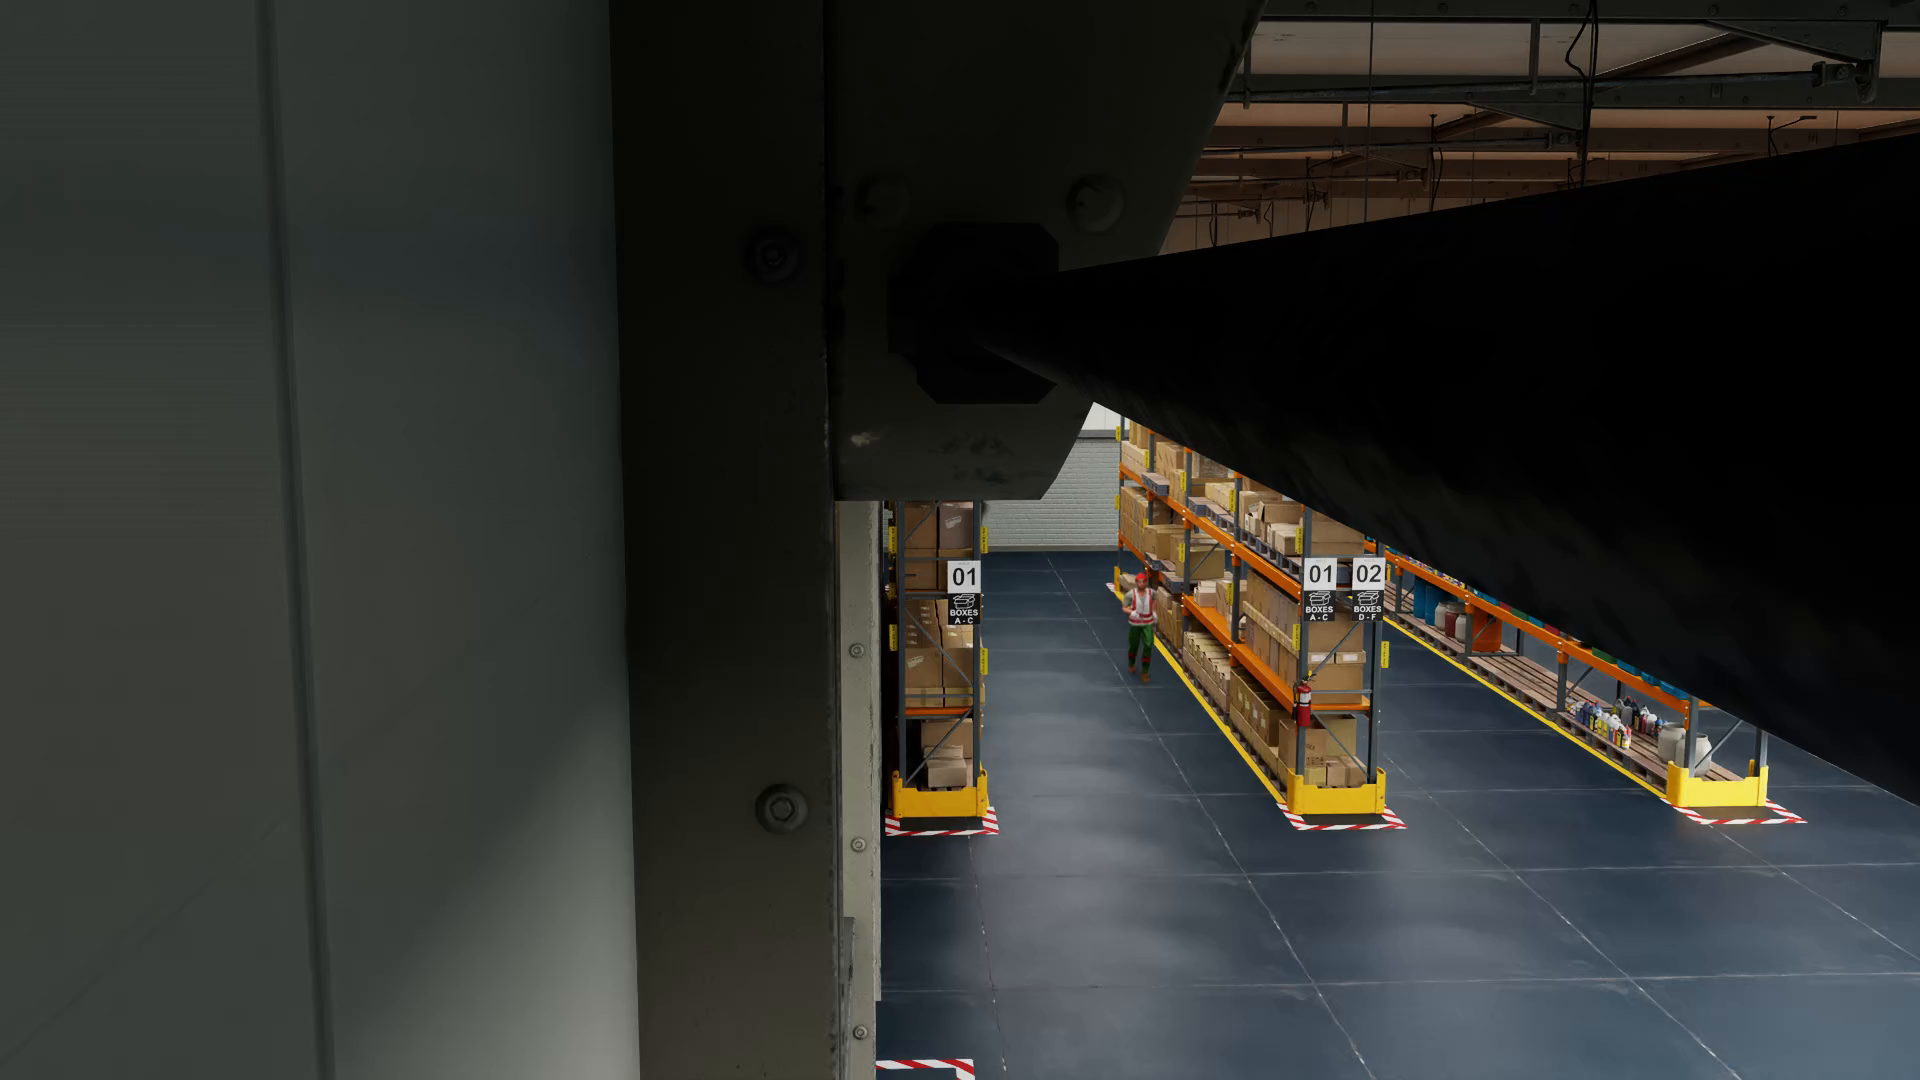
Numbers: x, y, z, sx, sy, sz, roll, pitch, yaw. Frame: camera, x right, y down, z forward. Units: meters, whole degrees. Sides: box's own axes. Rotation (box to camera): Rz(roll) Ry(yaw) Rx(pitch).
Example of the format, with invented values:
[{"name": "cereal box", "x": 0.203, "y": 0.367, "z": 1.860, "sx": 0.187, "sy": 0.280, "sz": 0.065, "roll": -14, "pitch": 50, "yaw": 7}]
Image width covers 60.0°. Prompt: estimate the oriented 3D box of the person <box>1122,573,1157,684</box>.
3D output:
[{"name": "person", "x": 3.017, "y": 1.444, "z": 27.909, "sx": 0.608, "sy": 1.833, "sz": 0.855, "roll": 0, "pitch": 8, "yaw": -1}]
